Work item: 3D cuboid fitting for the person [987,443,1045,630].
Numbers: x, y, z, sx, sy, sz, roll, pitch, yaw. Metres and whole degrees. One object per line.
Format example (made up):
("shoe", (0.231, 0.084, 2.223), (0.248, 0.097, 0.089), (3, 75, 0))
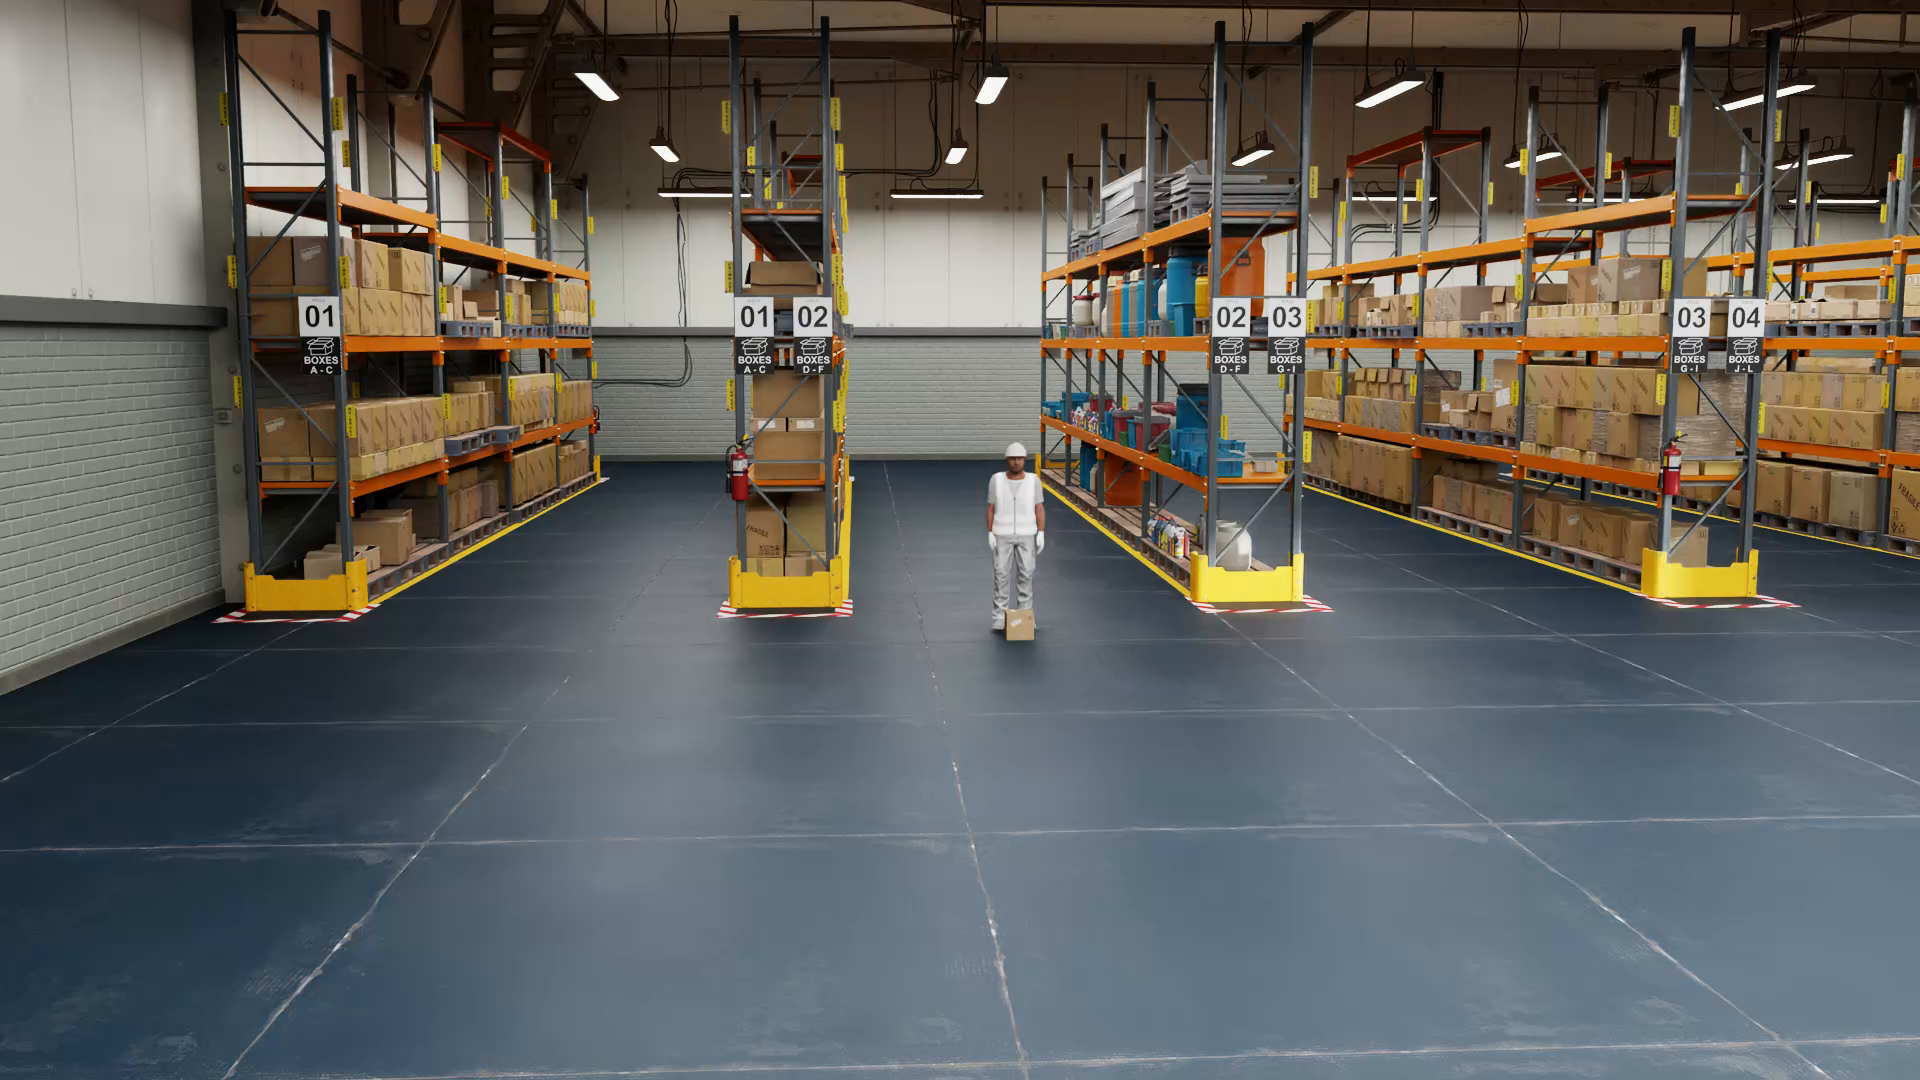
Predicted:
("person", (0.534, -0.035, 15.896), (0.550, 1.786, 0.347), (0, 7, -1))
